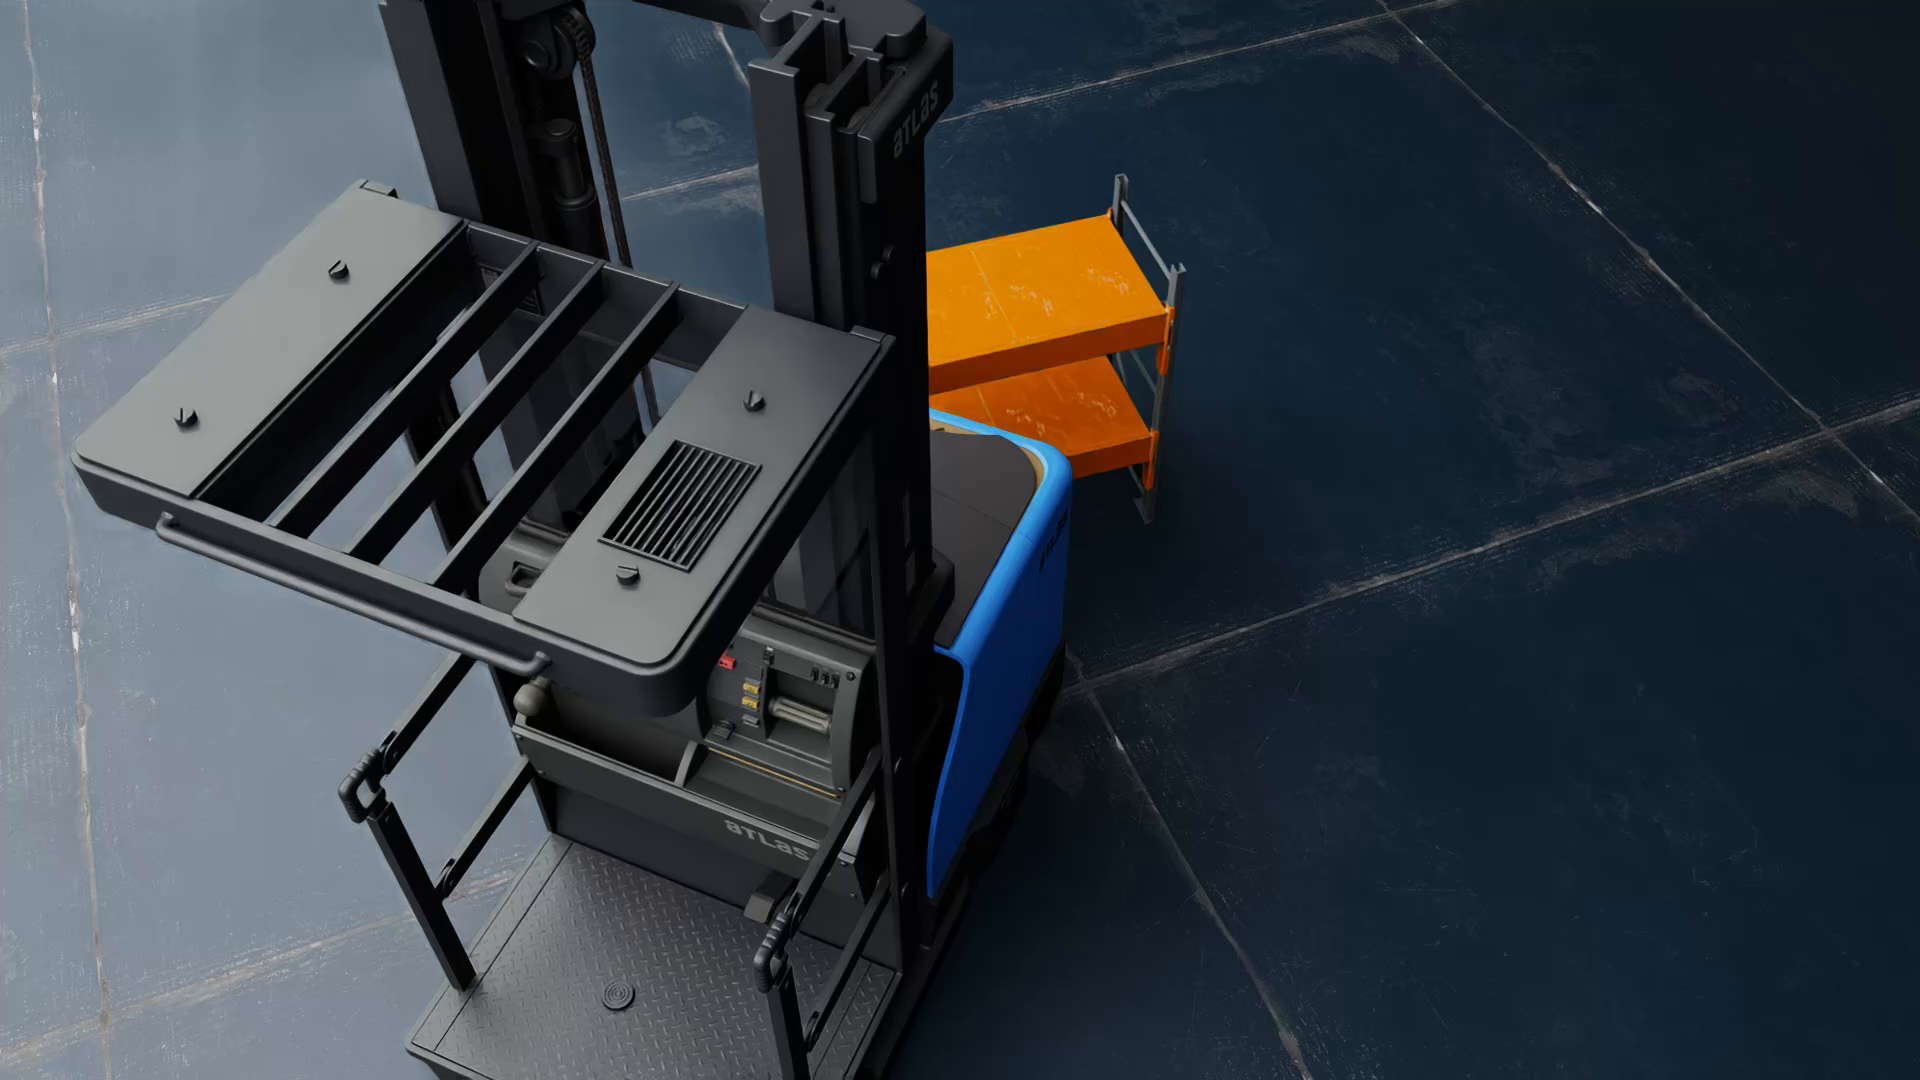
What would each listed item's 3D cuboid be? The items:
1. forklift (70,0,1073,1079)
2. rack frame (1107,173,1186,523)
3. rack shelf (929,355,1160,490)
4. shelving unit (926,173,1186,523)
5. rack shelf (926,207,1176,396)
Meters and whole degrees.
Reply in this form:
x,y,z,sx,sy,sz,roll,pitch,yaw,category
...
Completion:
x,y,z,sx,sy,sz,roll,pitch,yaw,category
-0.723,0.383,3.489,1.130,2.935,3.031,18,52,15,forklift
0.583,-0.611,5.533,0.032,1.125,0.500,-14,51,-12,rack frame
0.100,-0.331,5.615,1.000,0.278,0.538,-14,51,-12,rack shelf
0.100,-0.490,5.430,1.048,1.125,0.538,-14,51,-12,shelving unit
0.100,-0.681,5.207,1.000,0.278,0.538,-14,51,-12,rack shelf
